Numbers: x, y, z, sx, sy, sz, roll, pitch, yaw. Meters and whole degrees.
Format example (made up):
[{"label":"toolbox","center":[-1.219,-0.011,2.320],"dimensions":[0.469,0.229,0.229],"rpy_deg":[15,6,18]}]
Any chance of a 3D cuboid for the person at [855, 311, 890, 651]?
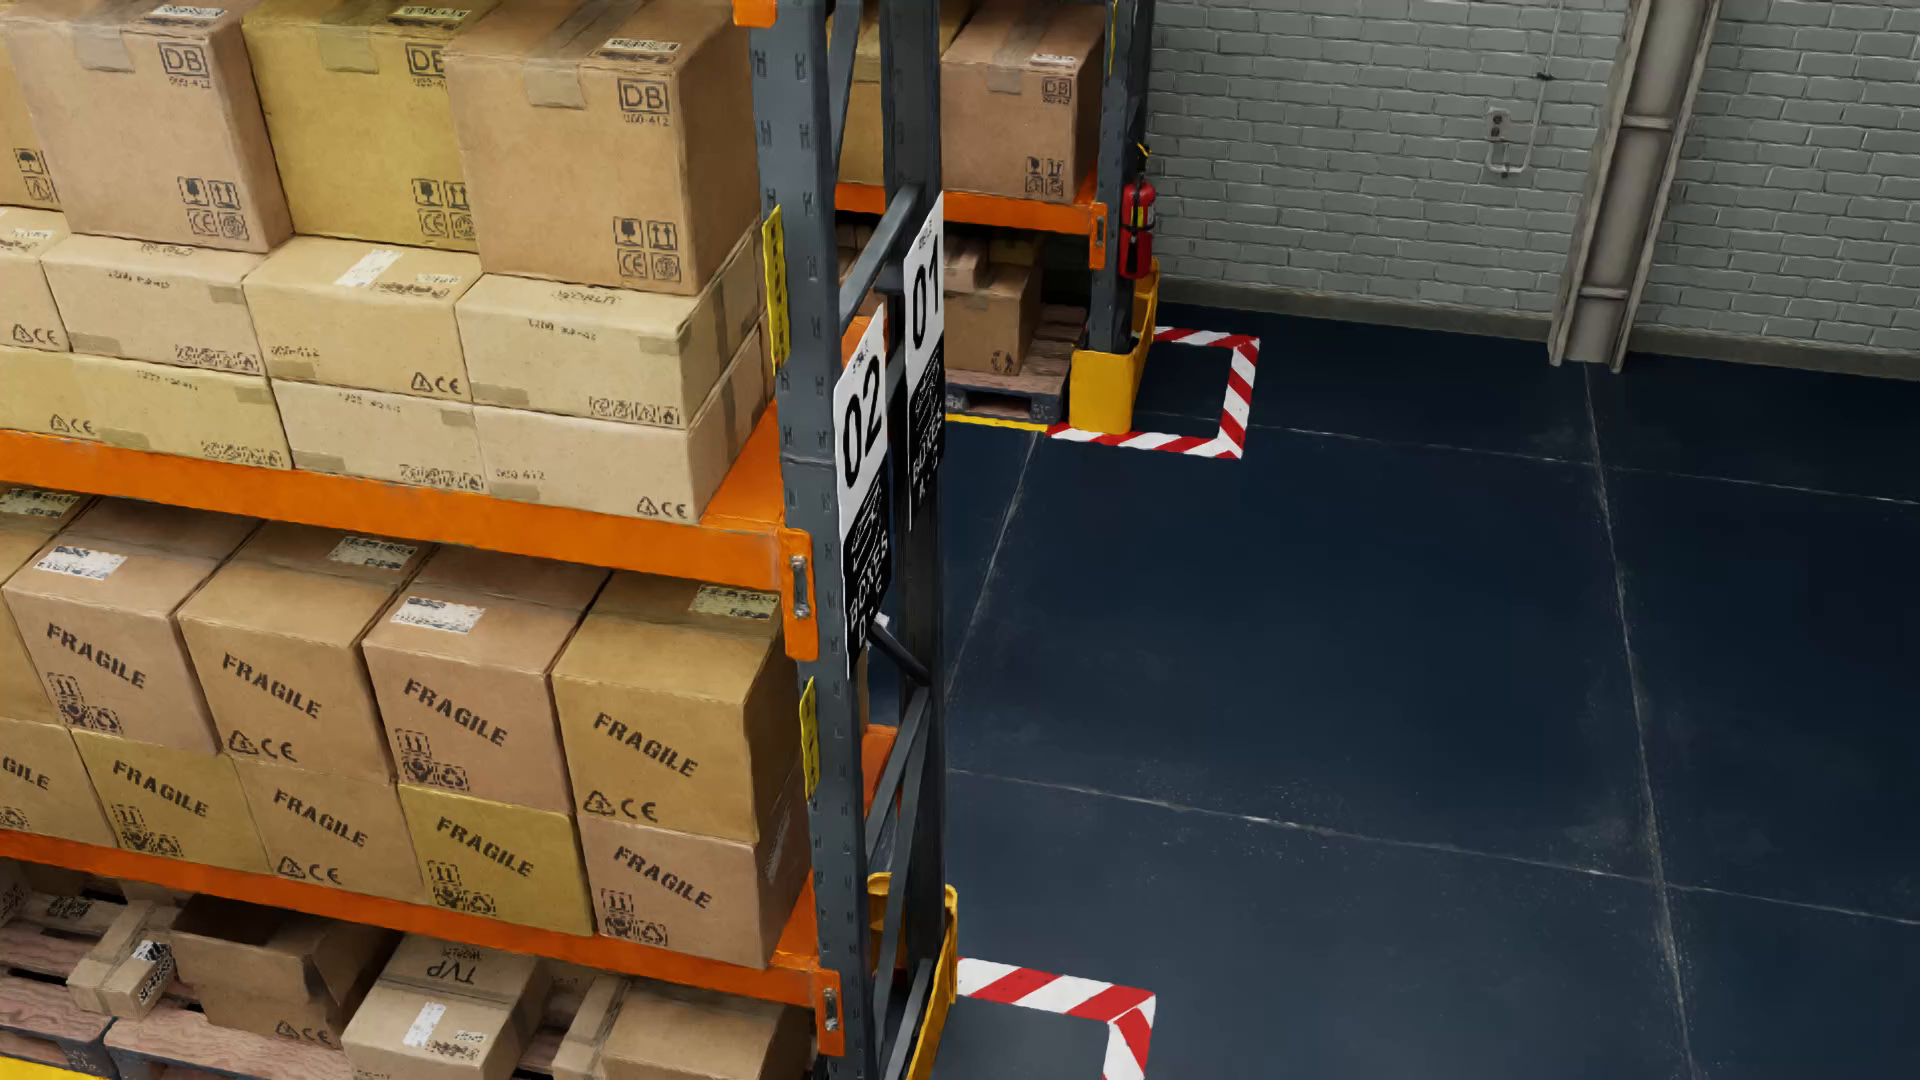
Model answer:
[{"label":"person","center":[-0.484,-0.219,7.237],"dimensions":[0.547,1.653,0.474],"rpy_deg":[19,41,24]}]
